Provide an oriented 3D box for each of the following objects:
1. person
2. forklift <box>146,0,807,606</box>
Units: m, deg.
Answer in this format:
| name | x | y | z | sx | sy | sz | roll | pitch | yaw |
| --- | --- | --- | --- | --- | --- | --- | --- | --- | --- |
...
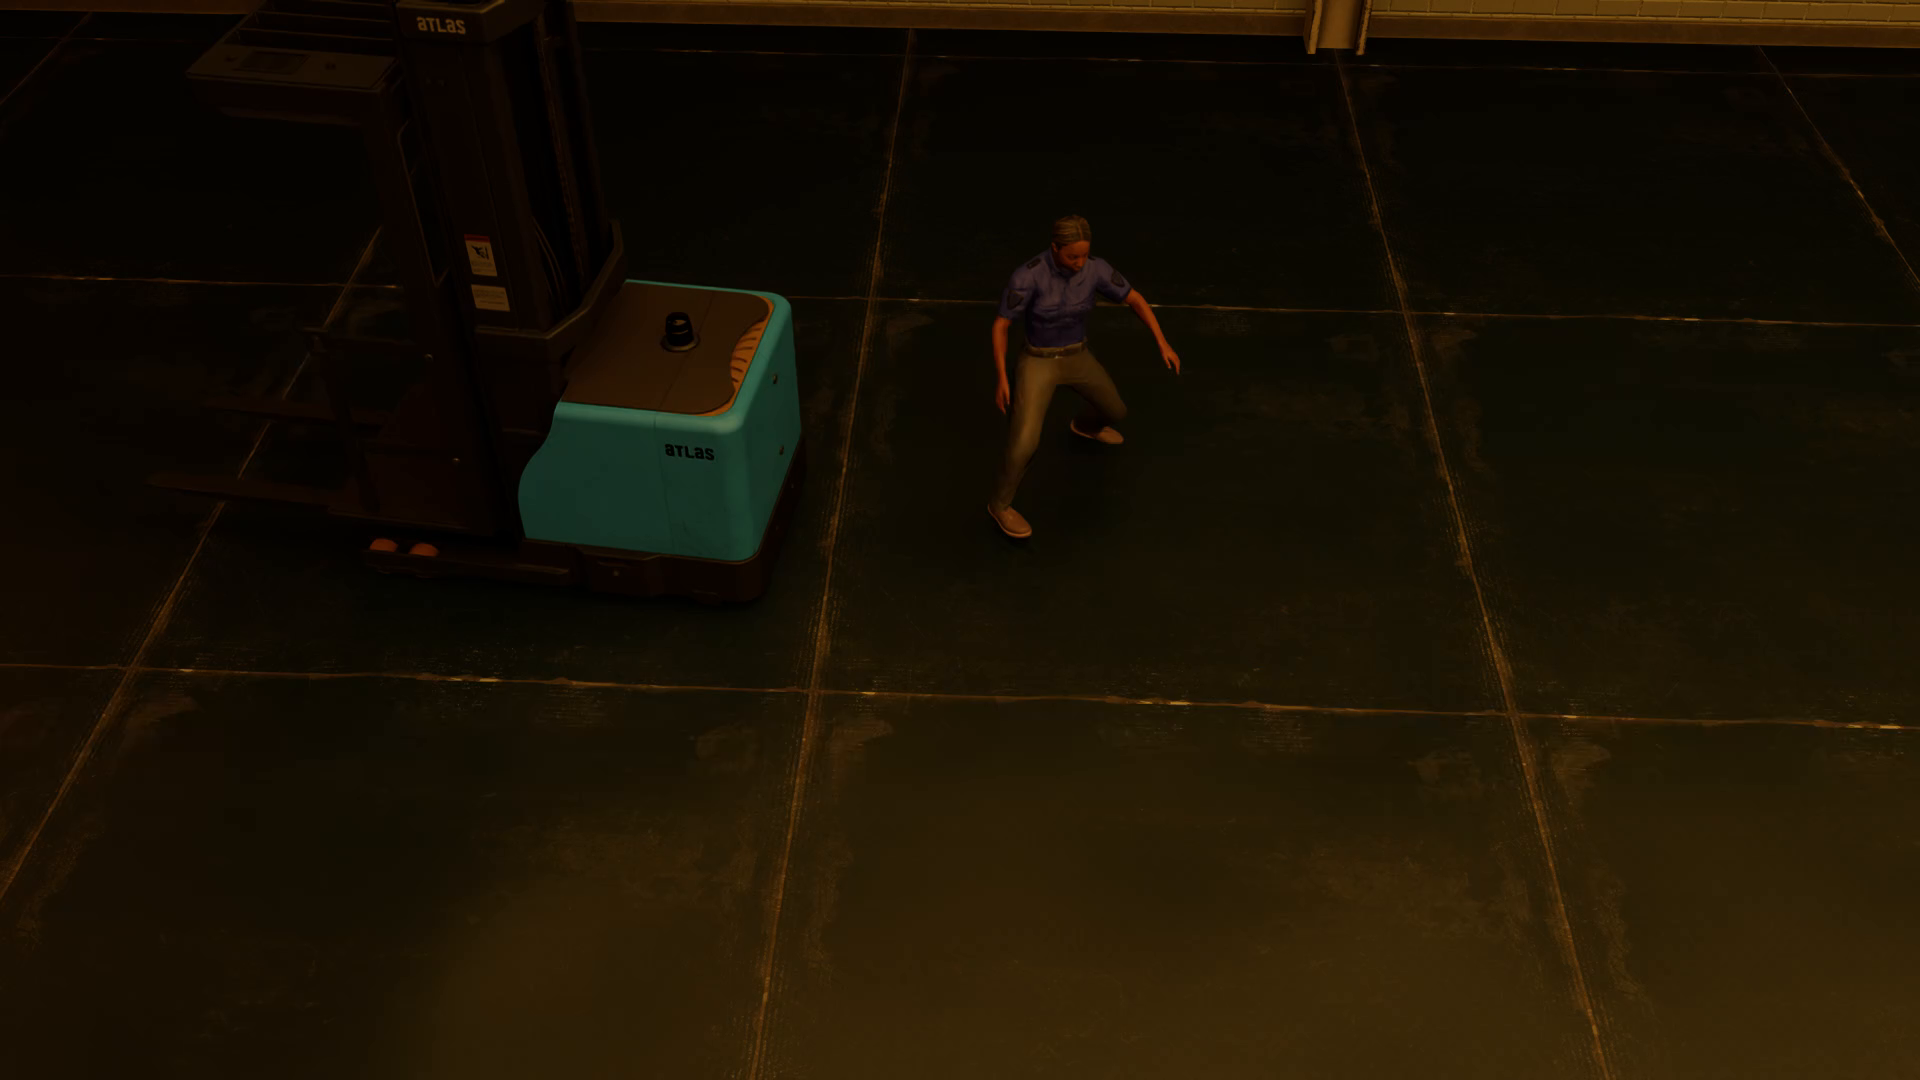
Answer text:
| name | x | y | z | sx | sy | sz | roll | pitch | yaw |
| --- | --- | --- | --- | --- | --- | --- | --- | --- | --- |
| person | 0.515 | -0.826 | 7.742 | 0.906 | 1.529 | 0.783 | -13 | 44 | -14 |
| forklift | -2.315 | -1.250 | 7.112 | 3.031 | 2.935 | 1.130 | 6 | 43 | 7 |
